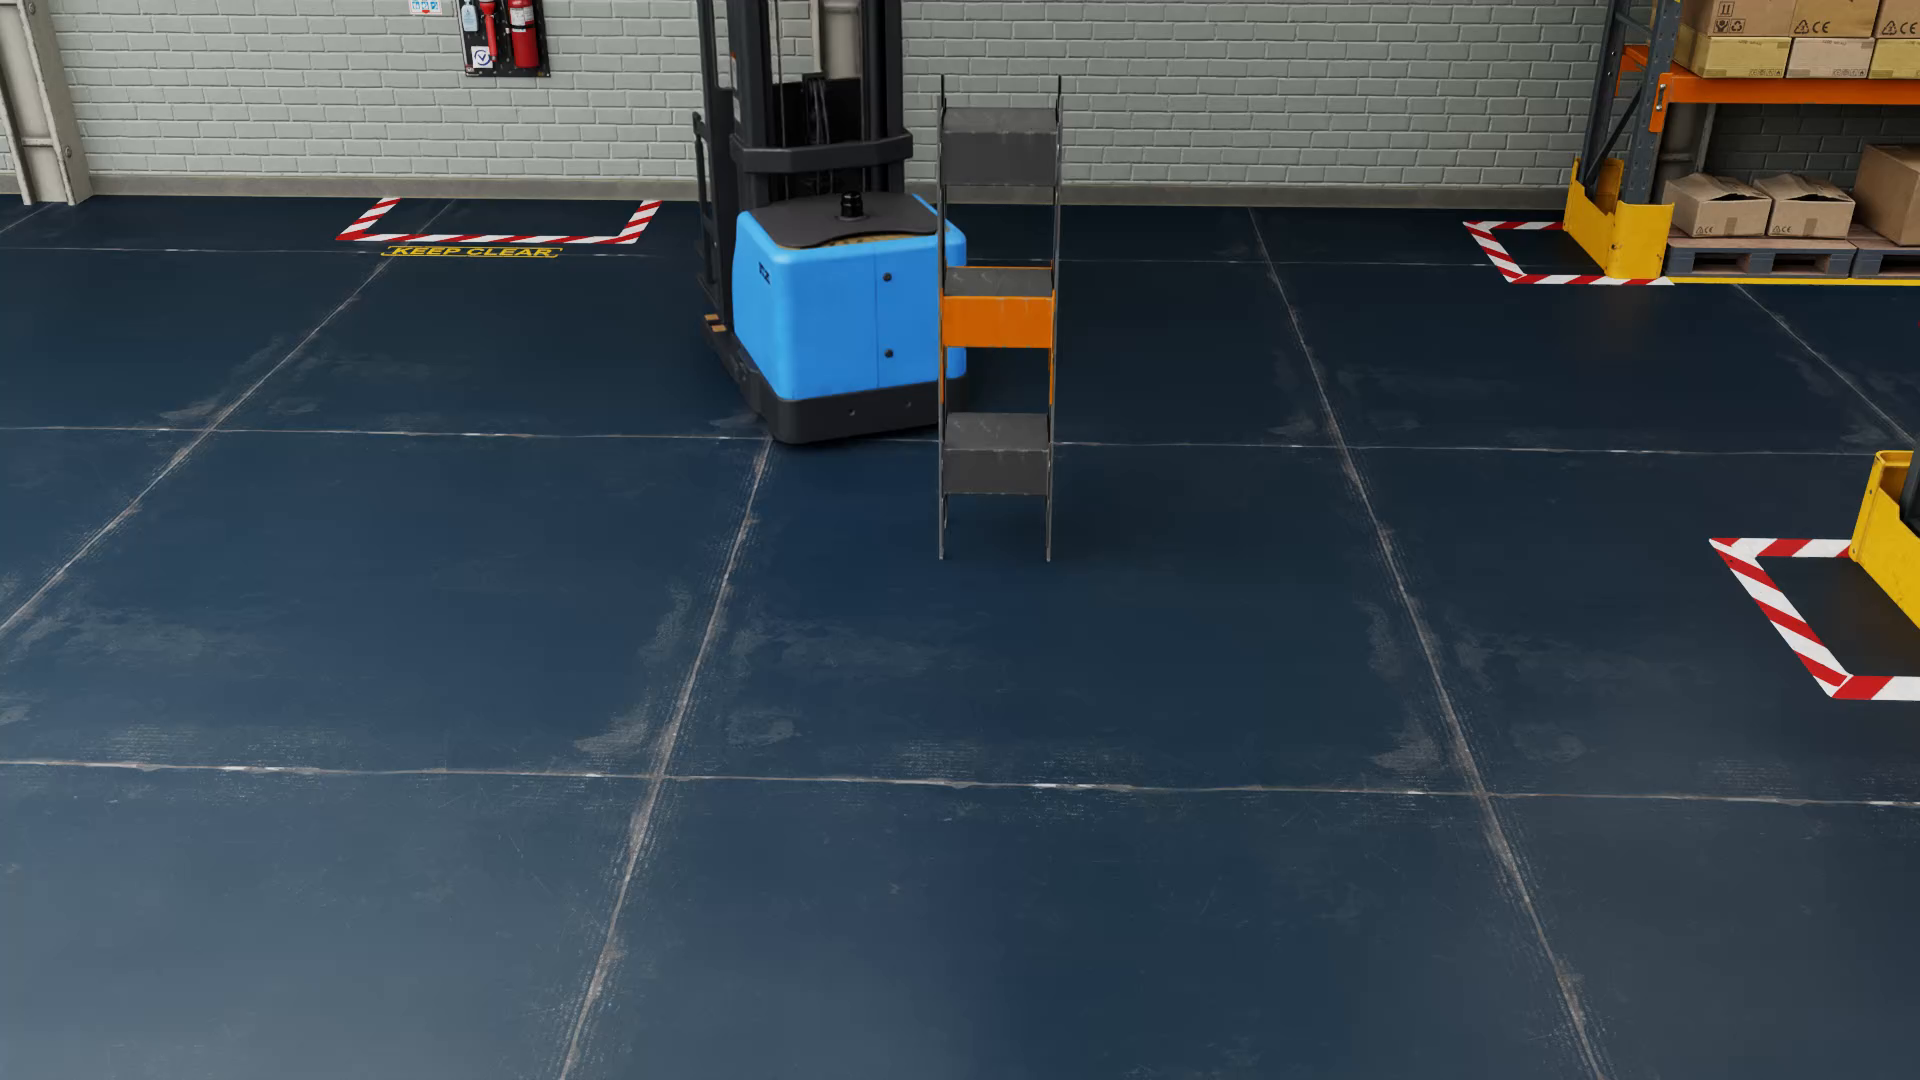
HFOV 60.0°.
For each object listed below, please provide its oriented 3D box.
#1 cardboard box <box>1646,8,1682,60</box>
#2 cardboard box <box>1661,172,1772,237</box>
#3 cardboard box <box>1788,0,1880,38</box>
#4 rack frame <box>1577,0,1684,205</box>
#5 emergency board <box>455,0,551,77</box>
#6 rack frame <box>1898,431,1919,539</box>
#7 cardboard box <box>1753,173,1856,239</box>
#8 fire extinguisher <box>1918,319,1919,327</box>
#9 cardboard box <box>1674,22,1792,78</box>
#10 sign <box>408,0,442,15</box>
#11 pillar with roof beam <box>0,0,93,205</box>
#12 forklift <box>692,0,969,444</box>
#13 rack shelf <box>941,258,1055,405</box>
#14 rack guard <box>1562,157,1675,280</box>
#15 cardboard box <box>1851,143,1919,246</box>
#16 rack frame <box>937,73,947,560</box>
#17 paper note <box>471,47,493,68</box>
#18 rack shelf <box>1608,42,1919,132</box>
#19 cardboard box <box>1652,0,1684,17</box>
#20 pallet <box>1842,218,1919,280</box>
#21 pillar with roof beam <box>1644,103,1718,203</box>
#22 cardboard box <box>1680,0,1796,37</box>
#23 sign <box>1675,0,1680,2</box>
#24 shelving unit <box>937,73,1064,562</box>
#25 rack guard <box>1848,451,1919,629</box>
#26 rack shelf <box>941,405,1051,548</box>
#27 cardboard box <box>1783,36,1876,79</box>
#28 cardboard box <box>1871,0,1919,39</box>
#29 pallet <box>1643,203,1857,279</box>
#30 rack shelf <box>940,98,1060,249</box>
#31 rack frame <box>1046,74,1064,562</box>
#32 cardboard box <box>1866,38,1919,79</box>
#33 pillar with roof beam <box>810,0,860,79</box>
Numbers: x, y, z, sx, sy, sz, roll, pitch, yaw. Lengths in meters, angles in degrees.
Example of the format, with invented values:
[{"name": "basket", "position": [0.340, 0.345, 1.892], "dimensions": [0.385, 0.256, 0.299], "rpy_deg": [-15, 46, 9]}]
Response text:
[{"name": "cardboard box", "position": [4.894, -3.351, 11.008], "dimensions": [0.500, 0.250, 0.500], "rpy_deg": [1, 28, 3]}, {"name": "cardboard box", "position": [5.109, -2.279, 11.247], "dimensions": [0.500, 0.311, 0.500], "rpy_deg": [-2, 28, -4]}, {"name": "cardboard box", "position": [5.380, -3.438, 10.372], "dimensions": [0.500, 0.500, 0.500], "rpy_deg": [1, 28, 2]}, {"name": "rack frame", "position": [4.420, -3.326, 10.821], "dimensions": [0.127, 3.000, 1.000], "rpy_deg": [1, 28, 2]}, {"name": "emergency board", "position": [-3.314, -3.877, 11.861], "dimensions": [0.643, 1.169, 0.194], "rpy_deg": [1, 28, 2]}, {"name": "rack frame", "position": [4.249, -1.007, 6.447], "dimensions": [0.127, 3.000, 1.000], "rpy_deg": [1, 28, 2]}, {"name": "cardboard box", "position": [5.678, -2.269, 11.229], "dimensions": [0.500, 0.311, 0.500], "rpy_deg": [3, 28, 6]}, {"name": "fire extinguisher", "position": [4.148, -1.192, 6.879], "dimensions": [0.183, 0.674, 0.296], "rpy_deg": [1, 28, 2]}, {"name": "cardboard box", "position": [4.897, -3.112, 10.556], "dimensions": [0.500, 0.250, 0.500], "rpy_deg": [0, 28, 0]}, {"name": "sign", "position": [-3.863, -3.950, 11.961], "dimensions": [0.234, 0.329, 0.001], "rpy_deg": [1, 28, 2]}, {"name": "pillar with roof beam", "position": [-6.994, -4.553, 6.731], "dimensions": [0.400, 9.000, 9.100], "rpy_deg": [1, 28, 2]}, {"name": "forklift", "position": [-0.930, -2.460, 9.261], "dimensions": [1.130, 2.935, 3.031], "rpy_deg": [-10, 29, -17]}, {"name": "rack shelf", "position": [0.165, -0.913, 7.259], "dimensions": [0.480, 0.518, 0.431], "rpy_deg": [1, 28, 2]}, {"name": "rack guard", "position": [4.496, -2.220, 11.404], "dimensions": [0.348, 0.500, 1.175], "rpy_deg": [1, 28, 2]}, {"name": "cardboard box", "position": [6.410, -2.317, 11.118], "dimensions": [0.500, 0.500, 0.700], "rpy_deg": [-1, 28, -1]}, {"name": "rack frame", "position": [-0.078, -0.929, 7.261], "dimensions": [0.015, 2.100, 0.400], "rpy_deg": [1, 28, 2]}, {"name": "paper note", "position": [-3.489, -3.523, 12.134], "dimensions": [0.142, 0.148, 0.016], "rpy_deg": [1, 28, 2]}, {"name": "rack shelf", "position": [6.419, -2.975, 10.927], "dimensions": [4.000, 0.370, 1.077], "rpy_deg": [1, 28, 2]}, {"name": "cardboard box", "position": [4.899, -3.691, 10.849], "dimensions": [0.500, 0.500, 0.500], "rpy_deg": [1, 28, 1]}, {"name": "pallet", "position": [6.523, -2.041, 11.375], "dimensions": [1.213, 0.211, 1.003], "rpy_deg": [1, 28, 2]}, {"name": "pillar with roof beam", "position": [4.999, -4.355, 6.357], "dimensions": [0.400, 9.000, 9.100], "rpy_deg": [1, 28, 2]}, {"name": "cardboard box", "position": [4.887, -3.451, 10.396], "dimensions": [0.500, 0.500, 0.500], "rpy_deg": [1, 28, 2]}, {"name": "sign", "position": [4.401, -3.454, 10.139], "dimensions": [0.005, 0.325, 0.100], "rpy_deg": [1, 28, 2]}, {"name": "shelving unit", "position": [0.165, -0.925, 7.253], "dimensions": [0.503, 2.100, 0.431], "rpy_deg": [1, 28, 2]}, {"name": "rack guard", "position": [4.225, 0.097, 7.033], "dimensions": [0.348, 0.500, 1.175], "rpy_deg": [1, 28, 2]}, {"name": "rack shelf", "position": [0.165, -0.294, 7.587], "dimensions": [0.480, 0.518, 0.431], "rpy_deg": [1, 28, 2]}, {"name": "cardboard box", "position": [5.416, -3.110, 10.553], "dimensions": [0.500, 0.250, 0.500], "rpy_deg": [0, 28, 0]}, {"name": "cardboard box", "position": [5.897, -3.427, 10.350], "dimensions": [0.500, 0.500, 0.500], "rpy_deg": [0, 28, 0]}, {"name": "pallet", "position": [5.307, -2.063, 11.415], "dimensions": [1.213, 0.211, 1.003], "rpy_deg": [1, 28, 2]}, {"name": "rack shelf", "position": [0.165, -1.531, 6.932], "dimensions": [0.480, 0.518, 0.431], "rpy_deg": [1, 28, 2]}, {"name": "rack frame", "position": [0.409, -0.921, 7.245], "dimensions": [0.015, 2.100, 0.400], "rpy_deg": [1, 28, 2]}, {"name": "cardboard box", "position": [5.925, -3.099, 10.531], "dimensions": [0.500, 0.250, 0.500], "rpy_deg": [1, 28, 1]}, {"name": "pillar with roof beam", "position": [-0.998, -4.454, 6.544], "dimensions": [0.400, 9.000, 9.100], "rpy_deg": [1, 28, 2]}]
